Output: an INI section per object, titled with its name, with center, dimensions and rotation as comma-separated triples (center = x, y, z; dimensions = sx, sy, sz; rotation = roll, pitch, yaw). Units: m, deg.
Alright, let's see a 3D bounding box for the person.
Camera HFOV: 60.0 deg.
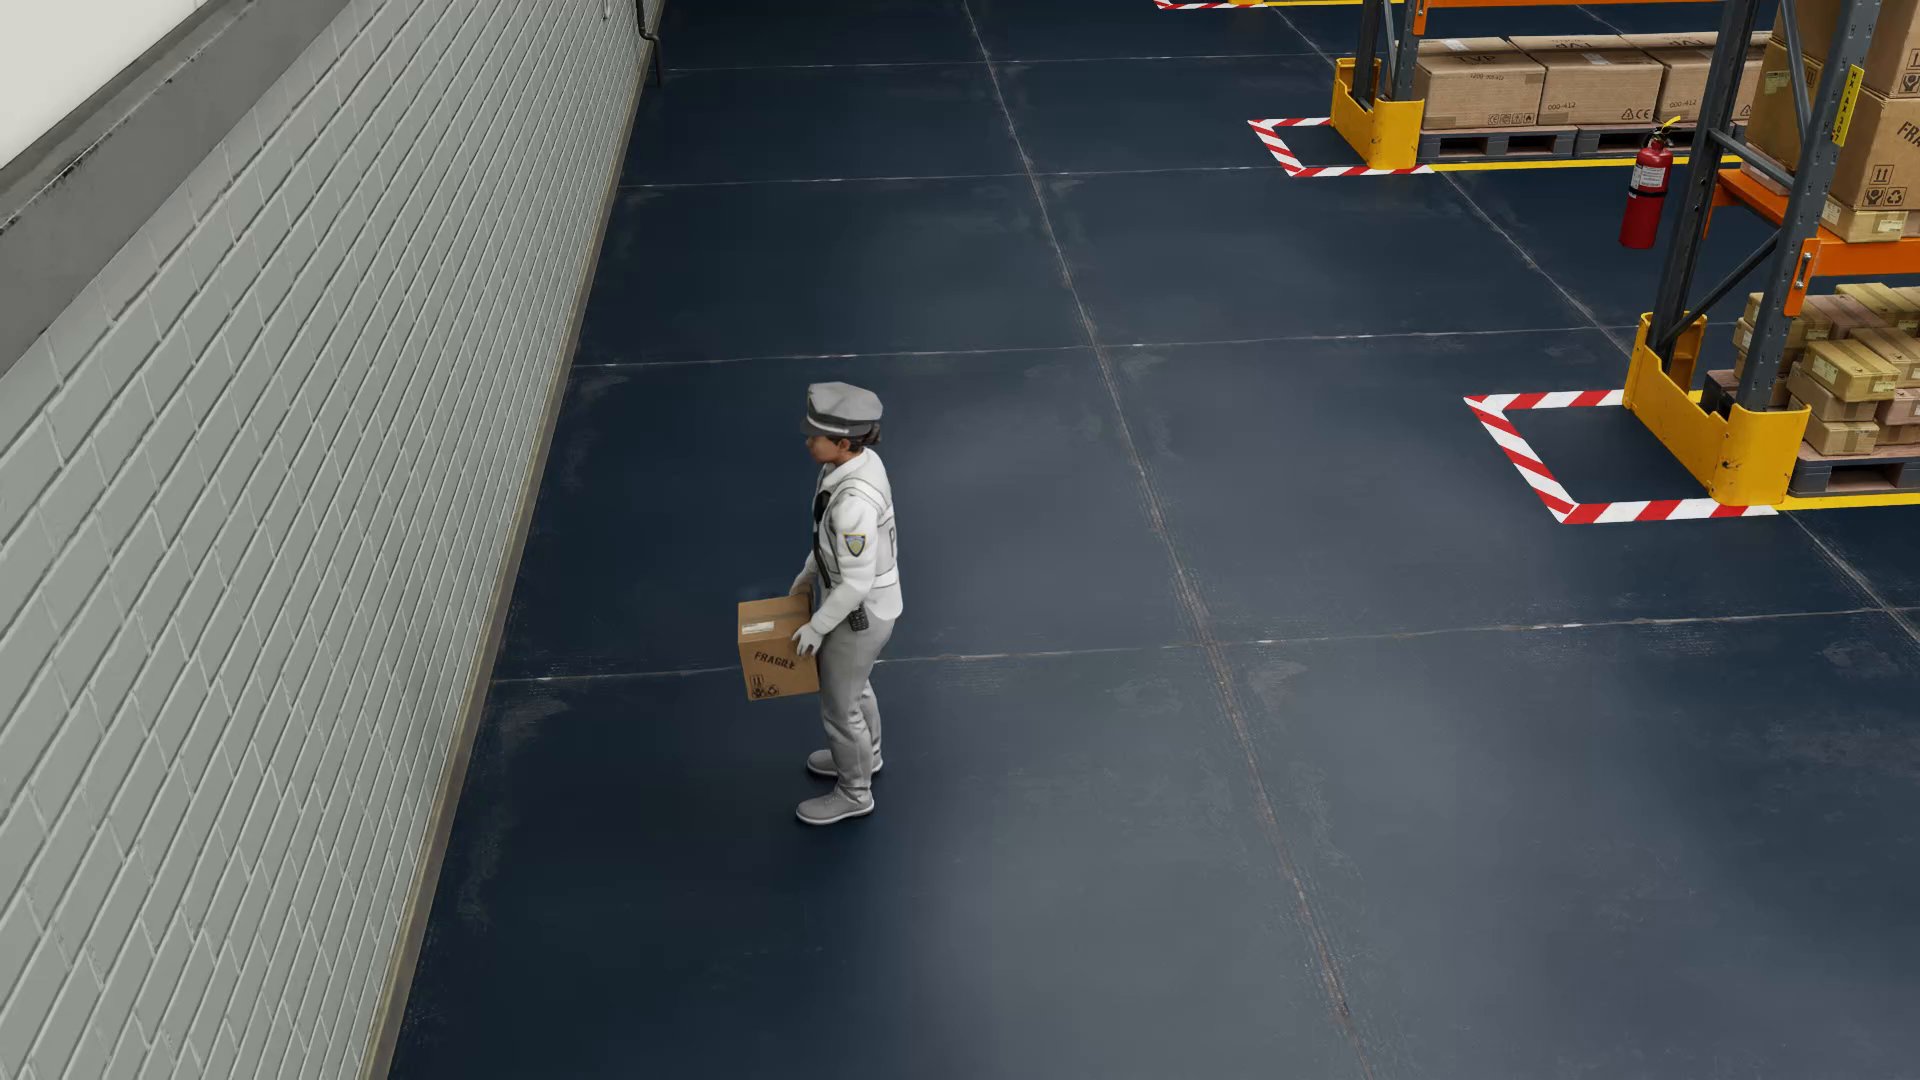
[person]
center = -0.405, 0.233, 5.731
dimensions = 0.410, 1.680, 0.502
rotation = -3, 31, -6
